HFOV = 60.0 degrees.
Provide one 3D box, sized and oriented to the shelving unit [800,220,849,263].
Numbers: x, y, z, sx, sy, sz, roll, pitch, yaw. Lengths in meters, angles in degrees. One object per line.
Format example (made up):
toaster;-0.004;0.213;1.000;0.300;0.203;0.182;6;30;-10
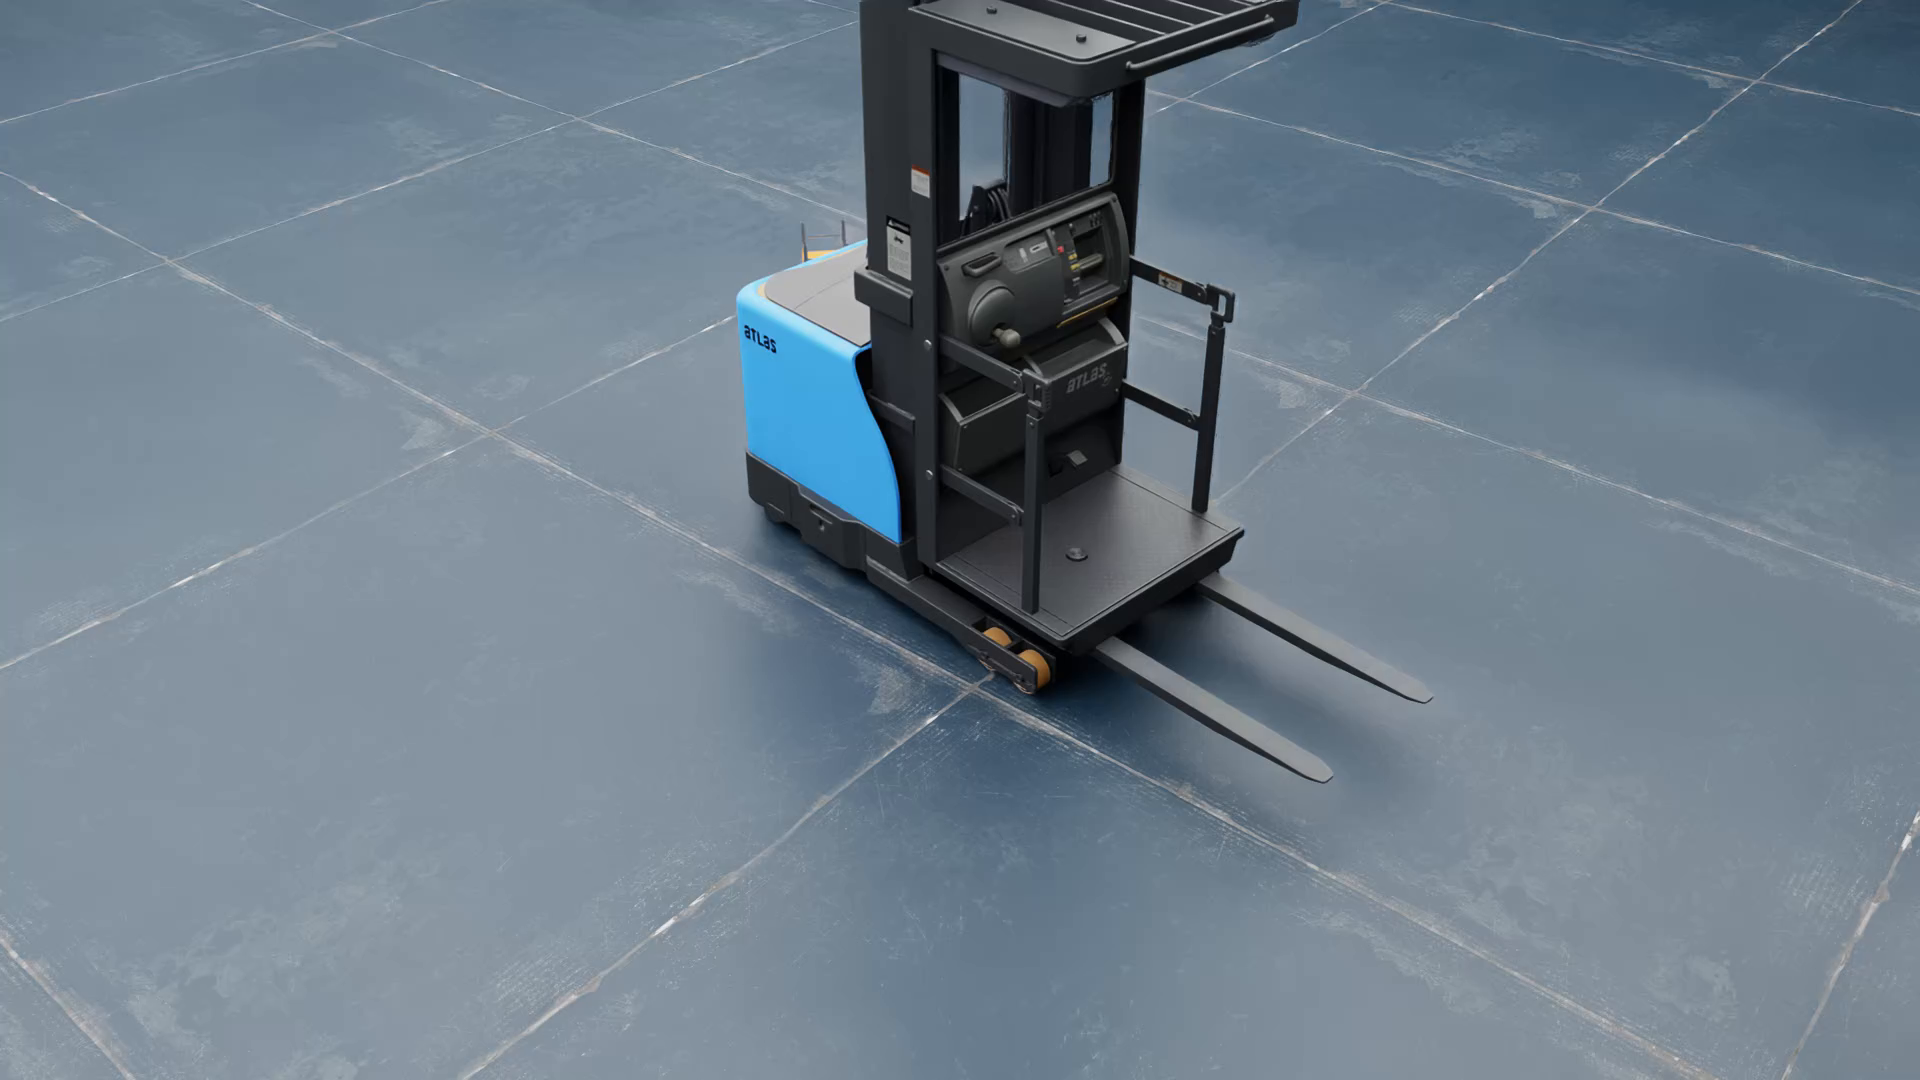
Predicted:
shelving unit;-0.603;-0.933;7.681;0.215;1.050;0.252;-4;35;-6

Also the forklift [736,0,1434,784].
forklift;0.436;-0.949;6.043;1.130;2.935;3.031;-28;43;-35

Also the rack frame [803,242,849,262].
rack frame;-0.588;-0.864;7.581;0.200;1.050;0.008;-4;35;-6

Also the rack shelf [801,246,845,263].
rack shelf;-0.603;-1.158;7.526;0.215;0.259;0.240;-4;35;-6

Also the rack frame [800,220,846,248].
rack frame;-0.618;-1.001;7.781;0.200;1.050;0.008;-4;35;-6
